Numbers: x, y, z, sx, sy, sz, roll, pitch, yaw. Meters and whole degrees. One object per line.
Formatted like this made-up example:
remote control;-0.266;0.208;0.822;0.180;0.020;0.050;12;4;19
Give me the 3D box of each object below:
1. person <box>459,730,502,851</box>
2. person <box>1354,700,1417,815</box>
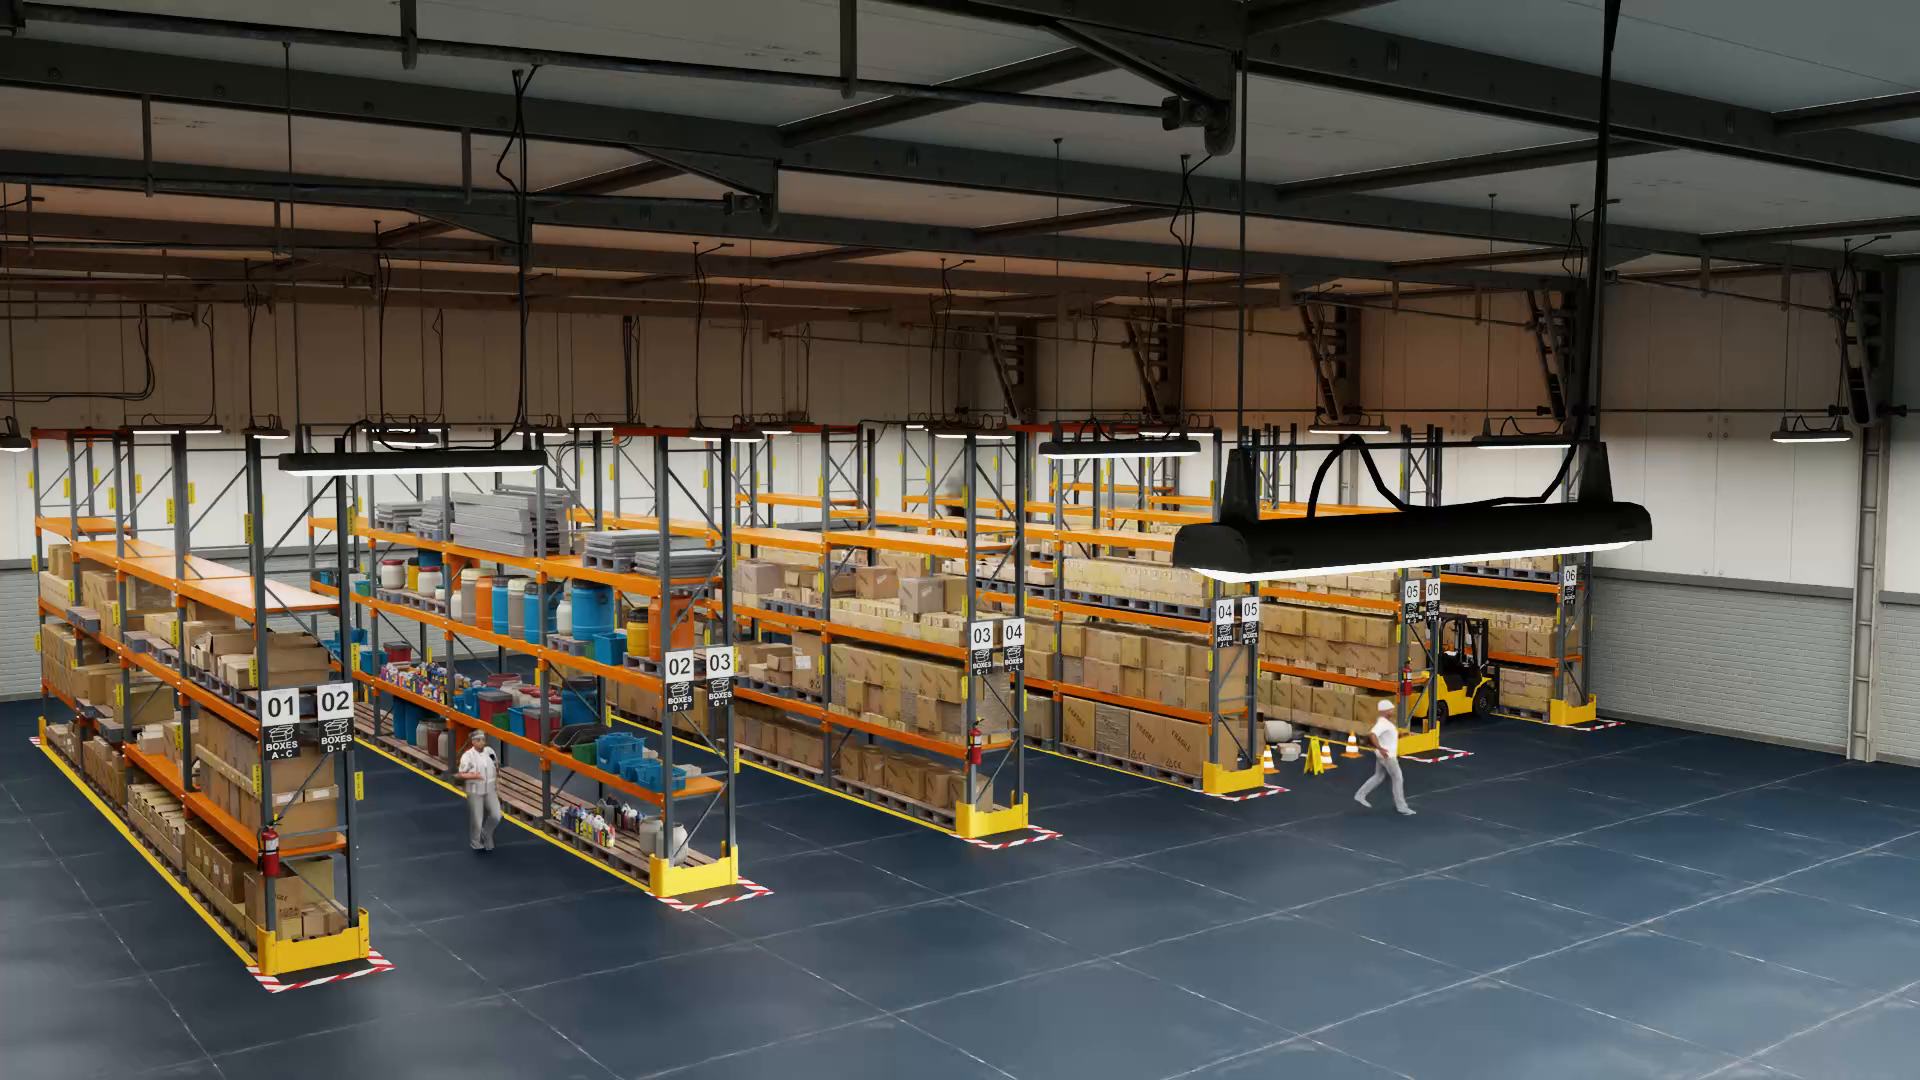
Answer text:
person;-6.803;3.595;23.743;0.645;1.789;0.651;-4;6;-38
person;6.668;3.381;25.983;0.936;1.770;0.692;1;5;7
